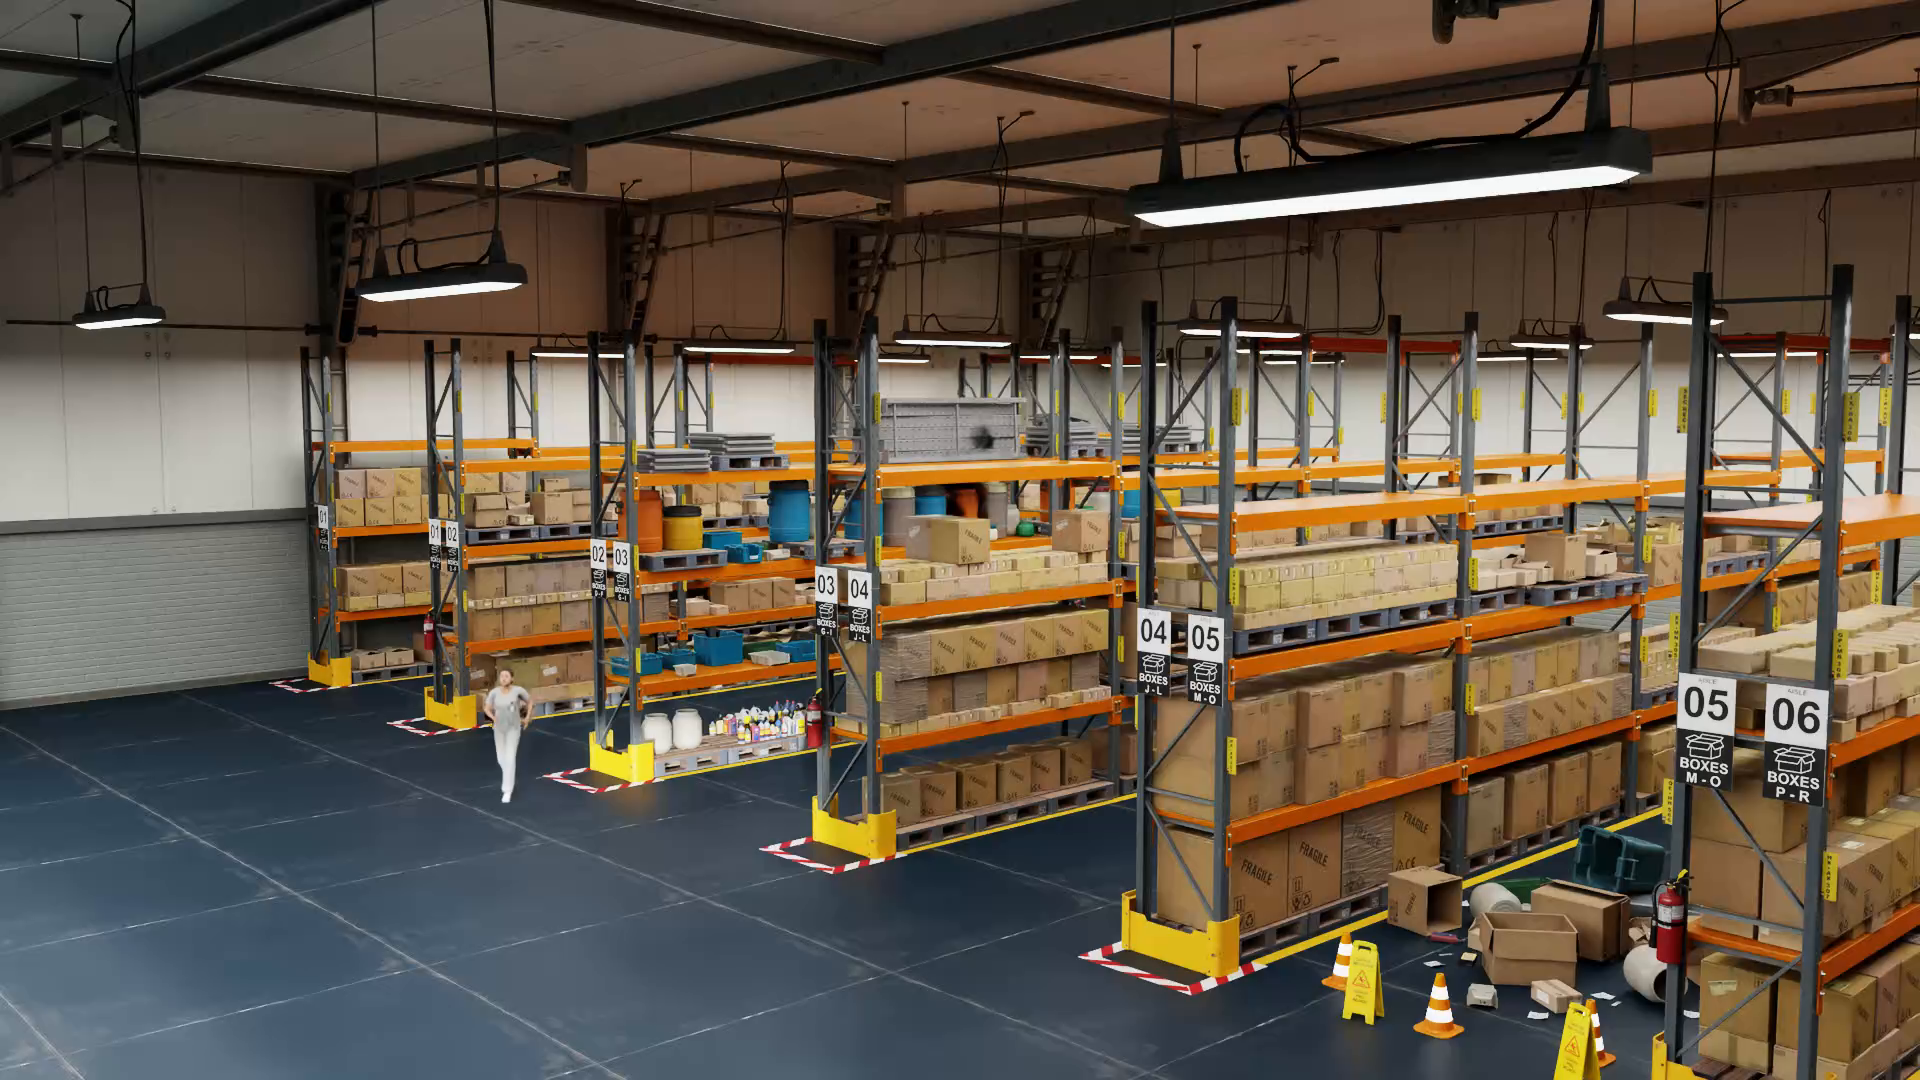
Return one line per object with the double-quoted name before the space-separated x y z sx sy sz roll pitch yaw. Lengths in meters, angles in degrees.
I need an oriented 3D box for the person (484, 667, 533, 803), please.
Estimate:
"person" -5.795 2.455 21.352 0.586 1.687 0.848 0 5 -3
